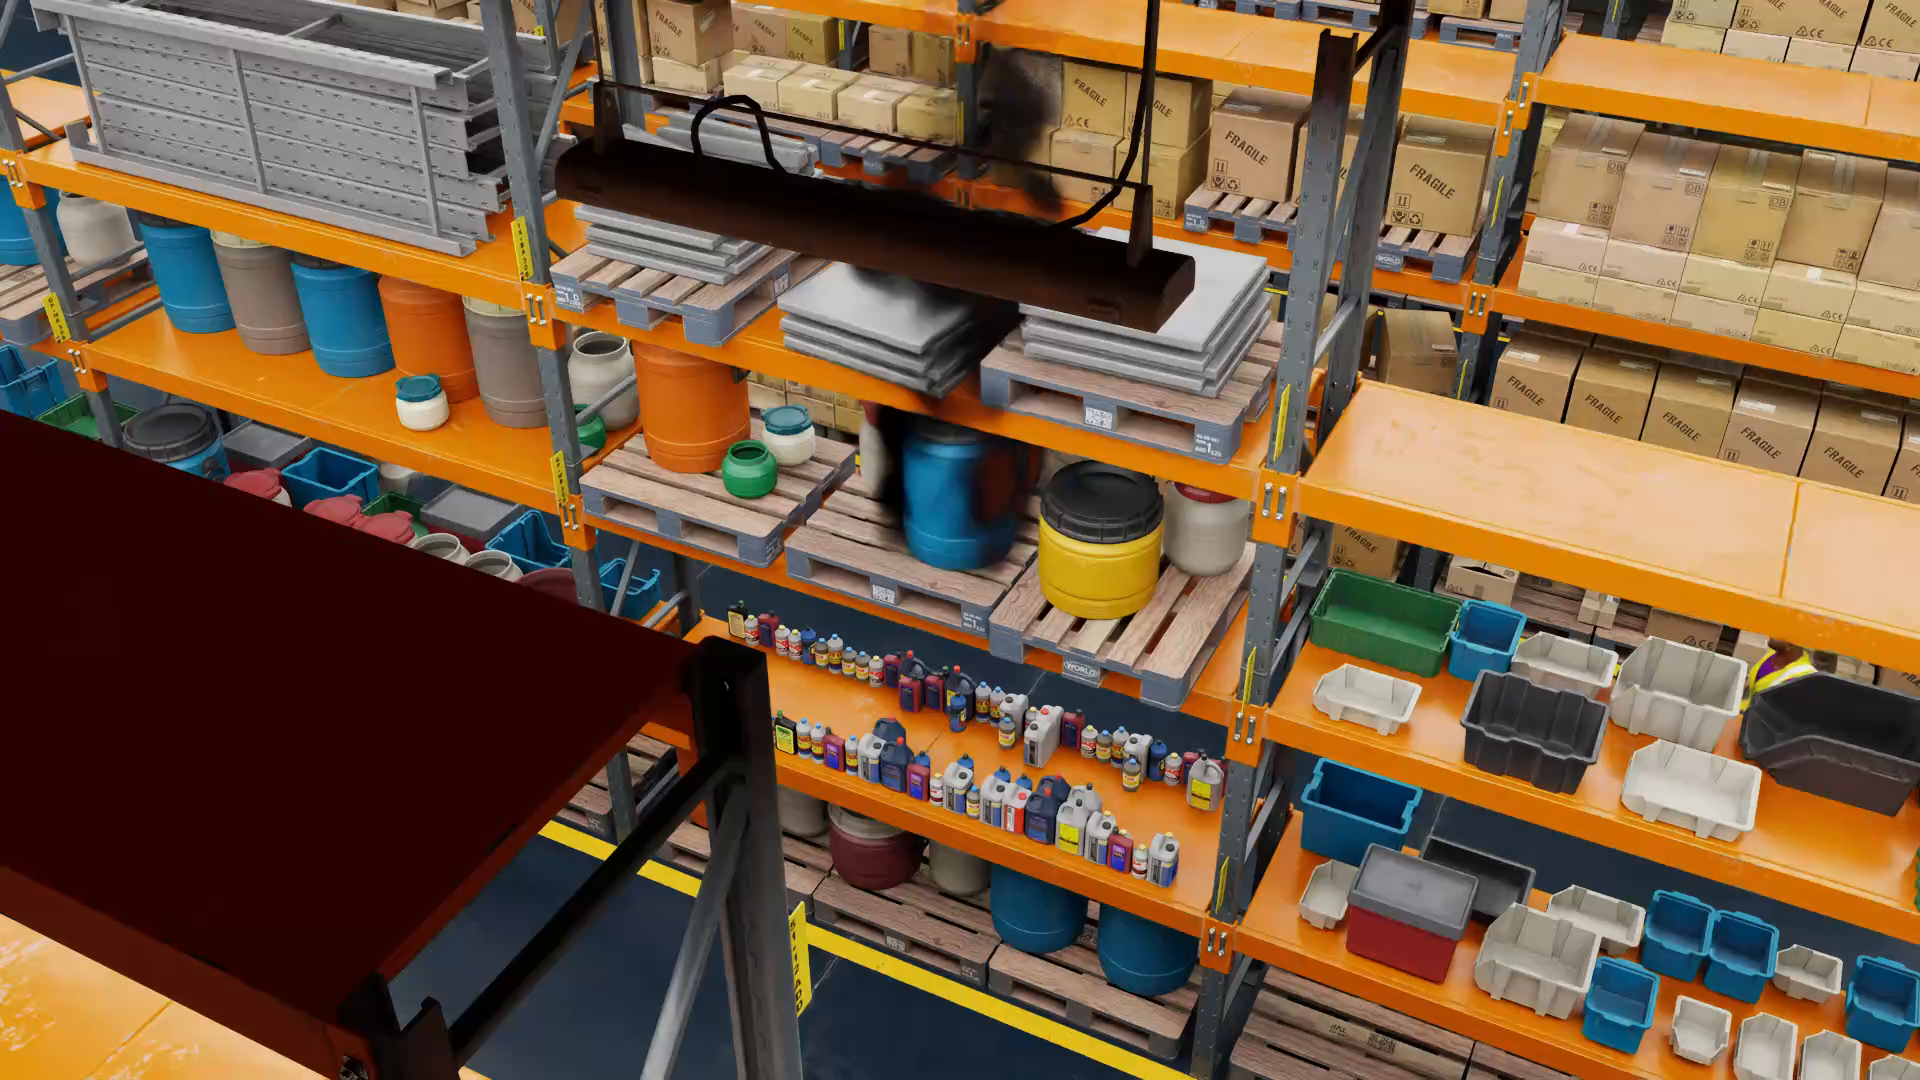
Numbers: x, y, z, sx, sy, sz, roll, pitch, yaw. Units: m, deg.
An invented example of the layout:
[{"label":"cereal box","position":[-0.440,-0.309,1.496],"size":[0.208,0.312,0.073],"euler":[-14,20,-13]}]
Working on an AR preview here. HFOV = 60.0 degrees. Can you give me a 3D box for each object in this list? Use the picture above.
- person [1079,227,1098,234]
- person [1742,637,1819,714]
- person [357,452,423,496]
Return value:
[{"label":"person","position":[1.317,-2.534,16.149],"size":[0.695,1.576,0.559],"euler":[16,38,21]},{"label":"person","position":[5.123,1.210,10.631],"size":[0.661,1.753,0.715],"euler":[7,36,9]},{"label":"person","position":[-4.440,-0.571,13.183],"size":[0.838,1.763,0.688],"euler":[18,39,24]}]
